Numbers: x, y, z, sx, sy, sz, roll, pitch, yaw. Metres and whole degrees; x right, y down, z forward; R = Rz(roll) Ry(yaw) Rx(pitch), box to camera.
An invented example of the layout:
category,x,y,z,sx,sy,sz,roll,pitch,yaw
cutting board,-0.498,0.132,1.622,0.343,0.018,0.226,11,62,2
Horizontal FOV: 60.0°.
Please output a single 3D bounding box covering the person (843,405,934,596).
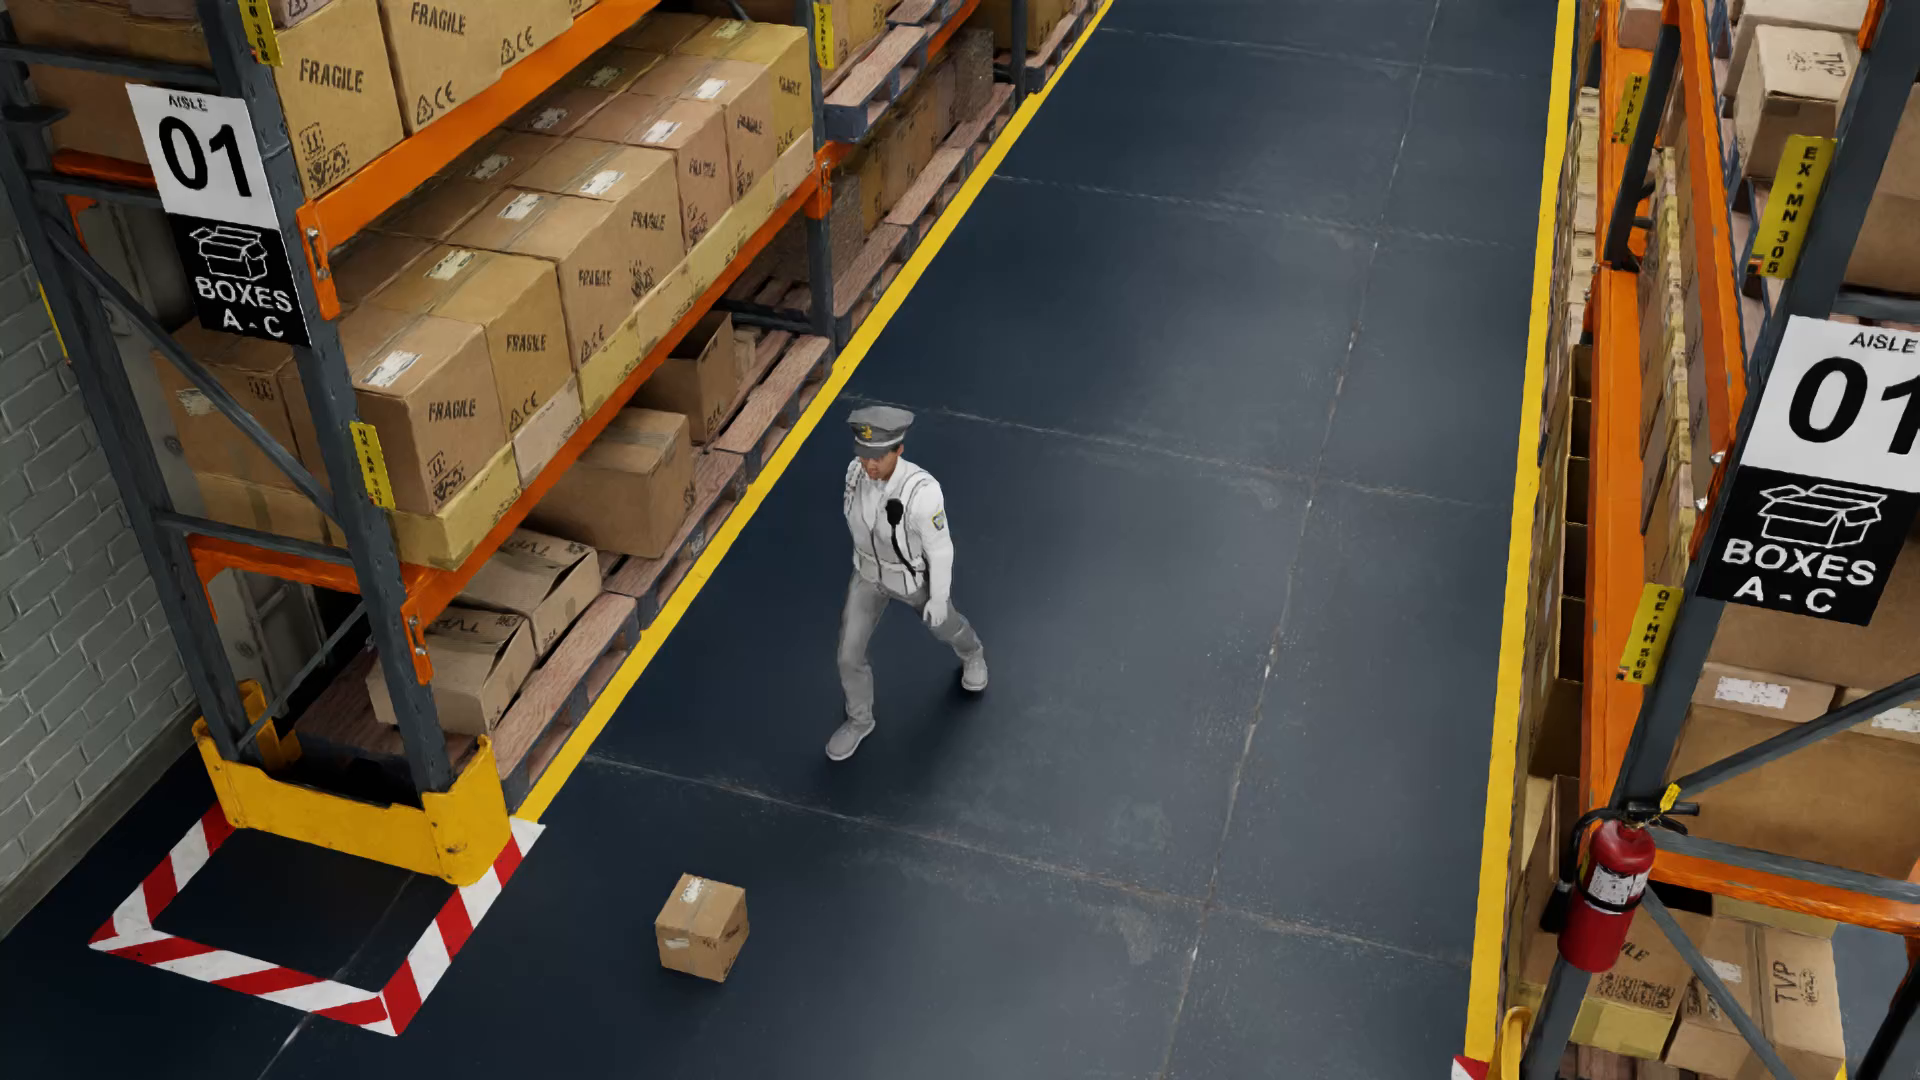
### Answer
category,x,y,z,sx,sy,sz,roll,pitch,yaw
person,-0.255,-0.173,6.462,0.367,0.814,0.358,18,41,22
